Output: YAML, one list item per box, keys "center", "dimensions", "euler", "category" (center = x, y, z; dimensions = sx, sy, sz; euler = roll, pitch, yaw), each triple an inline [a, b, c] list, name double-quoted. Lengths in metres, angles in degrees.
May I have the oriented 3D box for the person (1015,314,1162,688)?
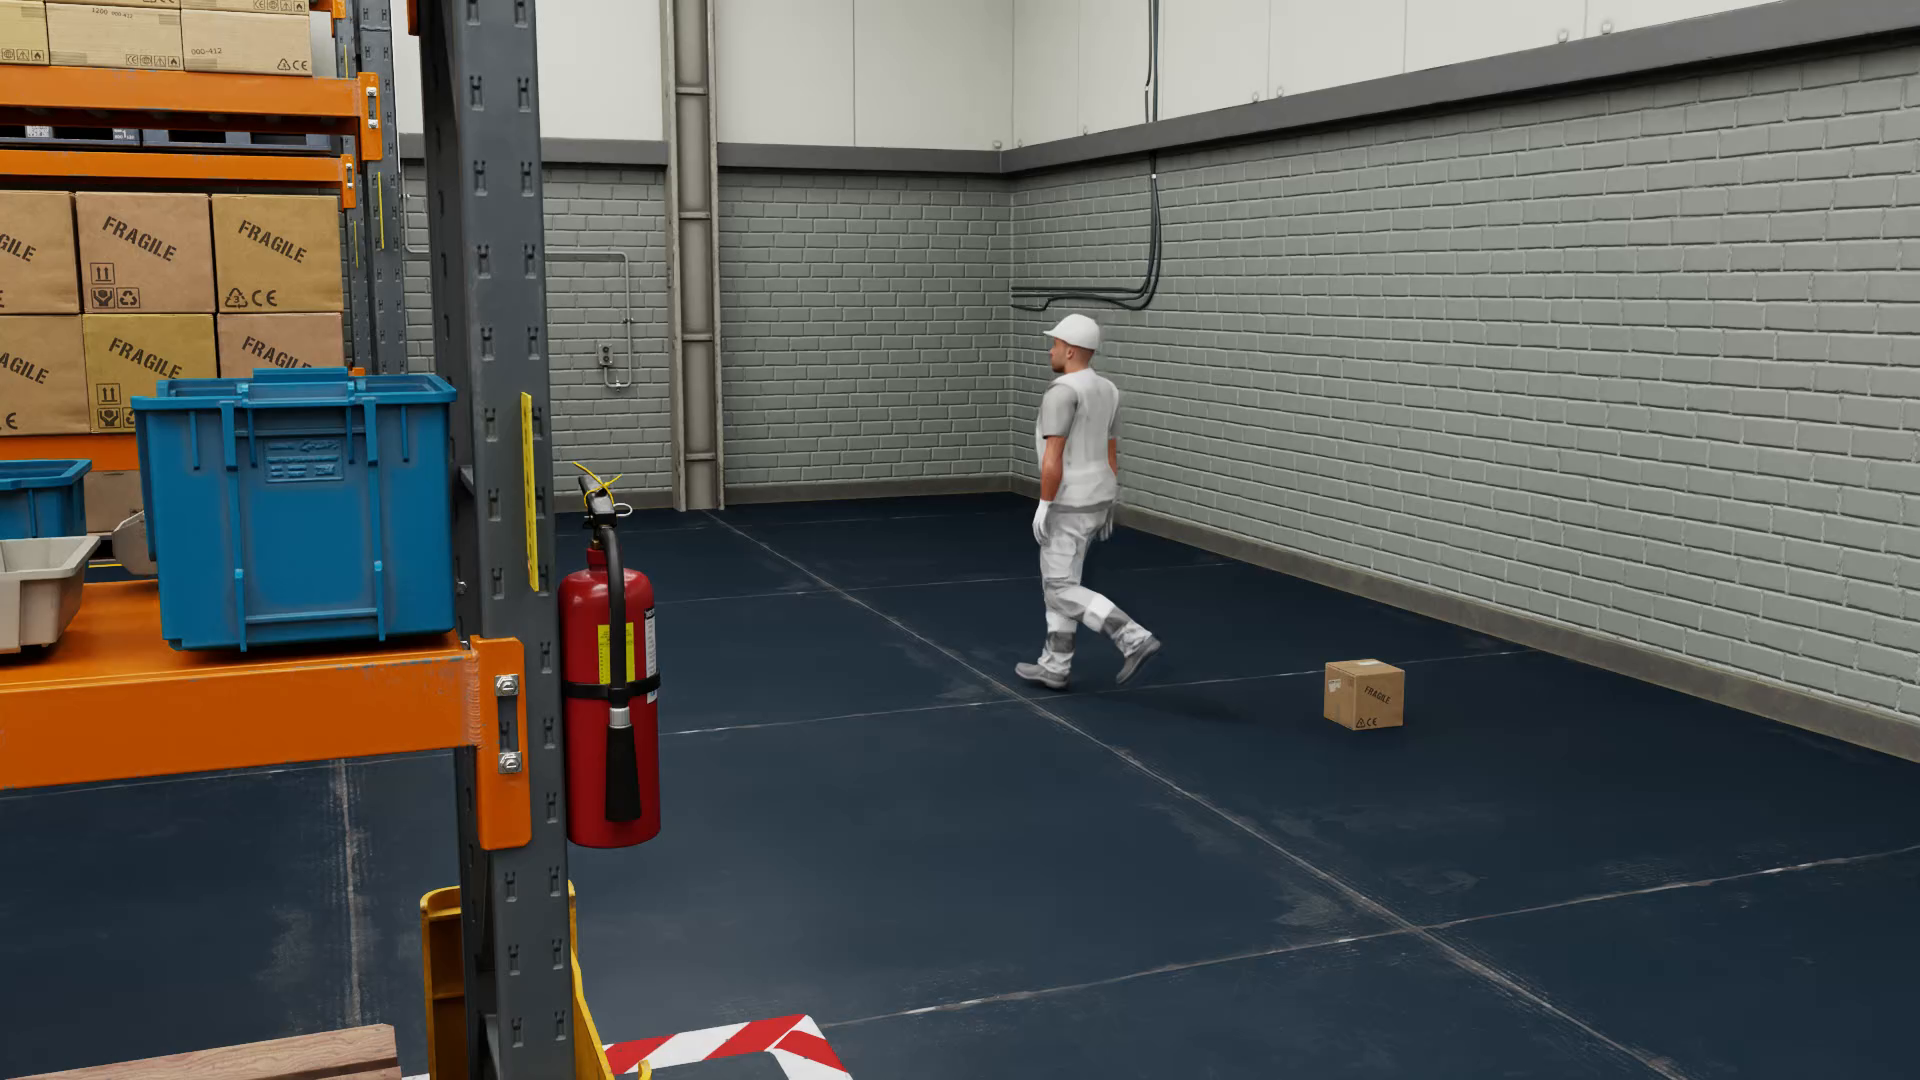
- center: [0.586, -0.153, 7.707]
  dimensions: [0.842, 1.769, 0.559]
  euler: [6, 10, 33]
  category: "person"
